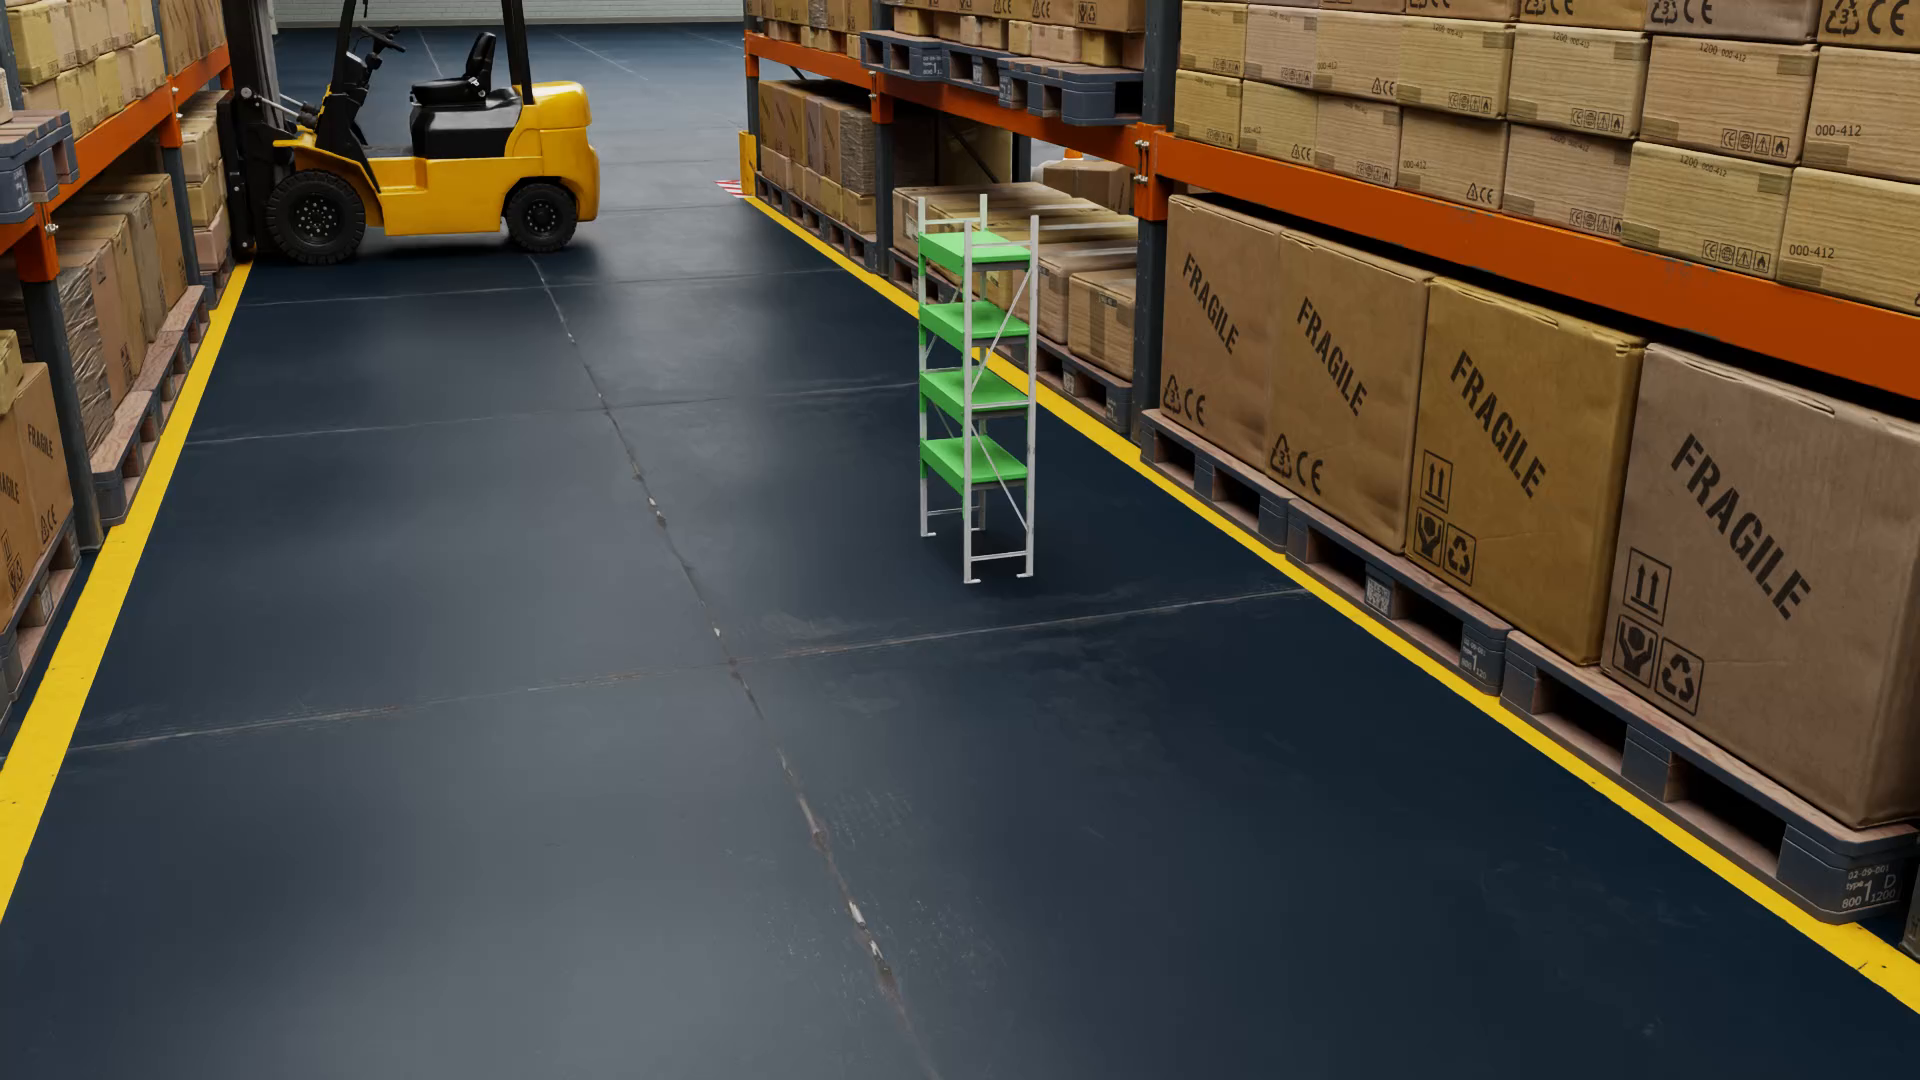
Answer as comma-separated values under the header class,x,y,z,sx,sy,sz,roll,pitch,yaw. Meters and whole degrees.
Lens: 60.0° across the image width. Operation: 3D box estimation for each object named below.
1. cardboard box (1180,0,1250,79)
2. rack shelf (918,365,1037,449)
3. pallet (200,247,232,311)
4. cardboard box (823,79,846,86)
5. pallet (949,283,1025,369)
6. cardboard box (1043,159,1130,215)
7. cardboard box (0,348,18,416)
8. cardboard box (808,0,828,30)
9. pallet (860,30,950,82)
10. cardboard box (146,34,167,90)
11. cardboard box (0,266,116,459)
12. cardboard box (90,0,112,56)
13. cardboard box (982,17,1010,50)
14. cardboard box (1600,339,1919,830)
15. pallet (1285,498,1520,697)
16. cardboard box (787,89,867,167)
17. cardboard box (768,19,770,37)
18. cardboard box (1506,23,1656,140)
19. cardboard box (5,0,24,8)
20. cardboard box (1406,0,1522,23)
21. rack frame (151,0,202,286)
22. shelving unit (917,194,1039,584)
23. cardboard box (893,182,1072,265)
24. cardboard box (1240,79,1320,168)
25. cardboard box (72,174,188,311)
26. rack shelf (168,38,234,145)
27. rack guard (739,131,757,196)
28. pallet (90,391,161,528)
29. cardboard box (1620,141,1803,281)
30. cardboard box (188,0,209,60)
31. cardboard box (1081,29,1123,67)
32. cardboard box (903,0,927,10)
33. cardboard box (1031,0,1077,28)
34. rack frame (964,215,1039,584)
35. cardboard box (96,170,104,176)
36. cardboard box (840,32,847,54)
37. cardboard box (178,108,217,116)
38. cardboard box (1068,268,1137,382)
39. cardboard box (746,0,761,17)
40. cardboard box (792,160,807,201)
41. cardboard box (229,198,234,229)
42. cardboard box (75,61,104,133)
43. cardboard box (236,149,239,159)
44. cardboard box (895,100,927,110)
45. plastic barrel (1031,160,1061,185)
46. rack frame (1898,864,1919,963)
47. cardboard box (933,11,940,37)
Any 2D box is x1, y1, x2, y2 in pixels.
class,x,y,z,sx,sy,sz,roll,pitch,yaw
cardboard box,1.142,-1.840,6.085,0.500,0.250,0.500,-7,21,-18
rack shelf,0.052,-0.451,5.587,0.258,0.148,0.480,-6,21,-17
pallet,-4.961,-1.567,9.966,1.003,0.211,1.213,-6,21,-17
cardboard box,-0.798,-3.459,13.446,0.500,0.500,0.500,-6,21,-17
pallet,0.594,-1.194,8.928,1.003,0.211,1.213,-6,21,-17
cardboard box,0.915,-2.461,12.025,0.500,0.500,0.500,8,21,20
cardboard box,-2.982,-0.446,4.839,0.380,0.149,0.250,-8,21,-20
cardboard box,-0.751,-3.782,11.420,0.500,0.500,0.500,-6,21,-16
pallet,0.062,-2.797,9.550,1.003,0.211,1.213,-6,21,-17
cardboard box,-4.344,-2.415,8.424,0.500,0.250,0.500,-6,21,-16
cardboard box,-3.676,-0.617,6.090,0.875,0.625,0.625,-6,21,-15
cardboard box,-3.889,-2.161,6.977,0.500,0.250,0.500,-6,21,-16
cardboard box,0.329,-2.513,8.225,0.380,0.149,0.250,-7,21,-19
cardboard box,2.204,0.031,3.914,0.875,0.875,0.875,-6,21,-16
pallet,1.774,0.100,5.326,1.003,0.211,1.213,-6,21,-17
cardboard box,-0.979,-3.063,12.344,0.500,0.500,0.500,-6,21,-16
cardboard box,-1.287,-4.009,13.013,0.380,0.149,0.250,-7,21,-19
cardboard box,1.773,-1.186,4.264,0.500,0.250,0.500,-6,21,-16
cardboard box,-3.314,-1.822,5.443,0.380,0.149,0.250,-6,21,-16
cardboard box,1.609,-1.710,4.612,0.500,0.500,0.500,-6,21,-16
rack frame,-4.751,-2.619,8.772,1.000,3.000,0.127,-6,21,-17
shelving unit,0.052,-0.512,5.566,0.258,1.200,0.503,-6,21,-17
cardboard box,0.128,-1.941,10.149,0.950,0.372,0.625,-6,21,-17
cardboard box,1.311,-1.447,5.730,0.500,0.250,0.500,-7,21,-19
cardboard box,-4.576,-1.533,8.639,0.875,0.625,0.625,-5,20,-15
rack shelf,-5.379,-2.923,10.680,1.077,0.370,4.000,-6,21,-17
rack guard,-1.273,-3.231,14.172,1.175,0.500,0.348,-6,21,-17
pallet,-3.715,-0.292,6.417,1.003,0.211,1.213,-6,21,-17
cardboard box,1.936,-0.791,3.903,0.500,0.250,0.500,-7,21,-18
cardboard box,-5.120,-3.328,10.597,0.500,0.500,0.500,-6,21,-17
cardboard box,0.738,-2.102,7.083,0.380,0.149,0.250,-6,21,-16
cardboard box,-0.007,-3.191,9.154,0.500,0.500,0.500,-6,21,-17
cardboard box,0.638,-2.530,7.314,0.500,0.500,0.500,-7,21,-18
rack frame,0.129,-0.433,5.348,0.240,1.200,0.015,-6,21,-17
cardboard box,-5.089,-2.131,9.379,0.500,0.250,0.500,-6,21,-16
cardboard box,-0.588,-3.353,11.186,0.380,0.149,0.250,-7,21,-18
cardboard box,-5.081,-2.675,10.894,0.500,0.250,0.500,-7,21,-18
cardboard box,1.049,-1.008,7.551,0.950,0.372,0.625,-8,21,-21
cardboard box,-1.411,-4.437,13.245,0.500,0.500,0.500,-7,21,-18
cardboard box,-0.969,-2.709,12.467,0.500,0.250,0.500,-5,20,-14
cardboard box,-5.080,-2.203,11.059,0.500,0.250,0.500,-6,21,-15
cardboard box,-3.723,-1.760,6.601,0.500,0.250,0.500,-7,21,-19
cardboard box,-5.228,-2.593,11.406,0.500,0.250,0.500,-7,21,-18
cardboard box,-0.148,-2.793,11.592,0.500,0.500,0.500,-6,20,-15
plastic barrel,0.790,-2.717,12.855,0.512,0.421,0.421,8,21,20
rack frame,2.475,-0.581,3.096,1.000,3.000,0.127,-6,21,-17
cardboard box,0.066,-2.853,9.171,0.380,0.149,0.250,-5,20,-14
